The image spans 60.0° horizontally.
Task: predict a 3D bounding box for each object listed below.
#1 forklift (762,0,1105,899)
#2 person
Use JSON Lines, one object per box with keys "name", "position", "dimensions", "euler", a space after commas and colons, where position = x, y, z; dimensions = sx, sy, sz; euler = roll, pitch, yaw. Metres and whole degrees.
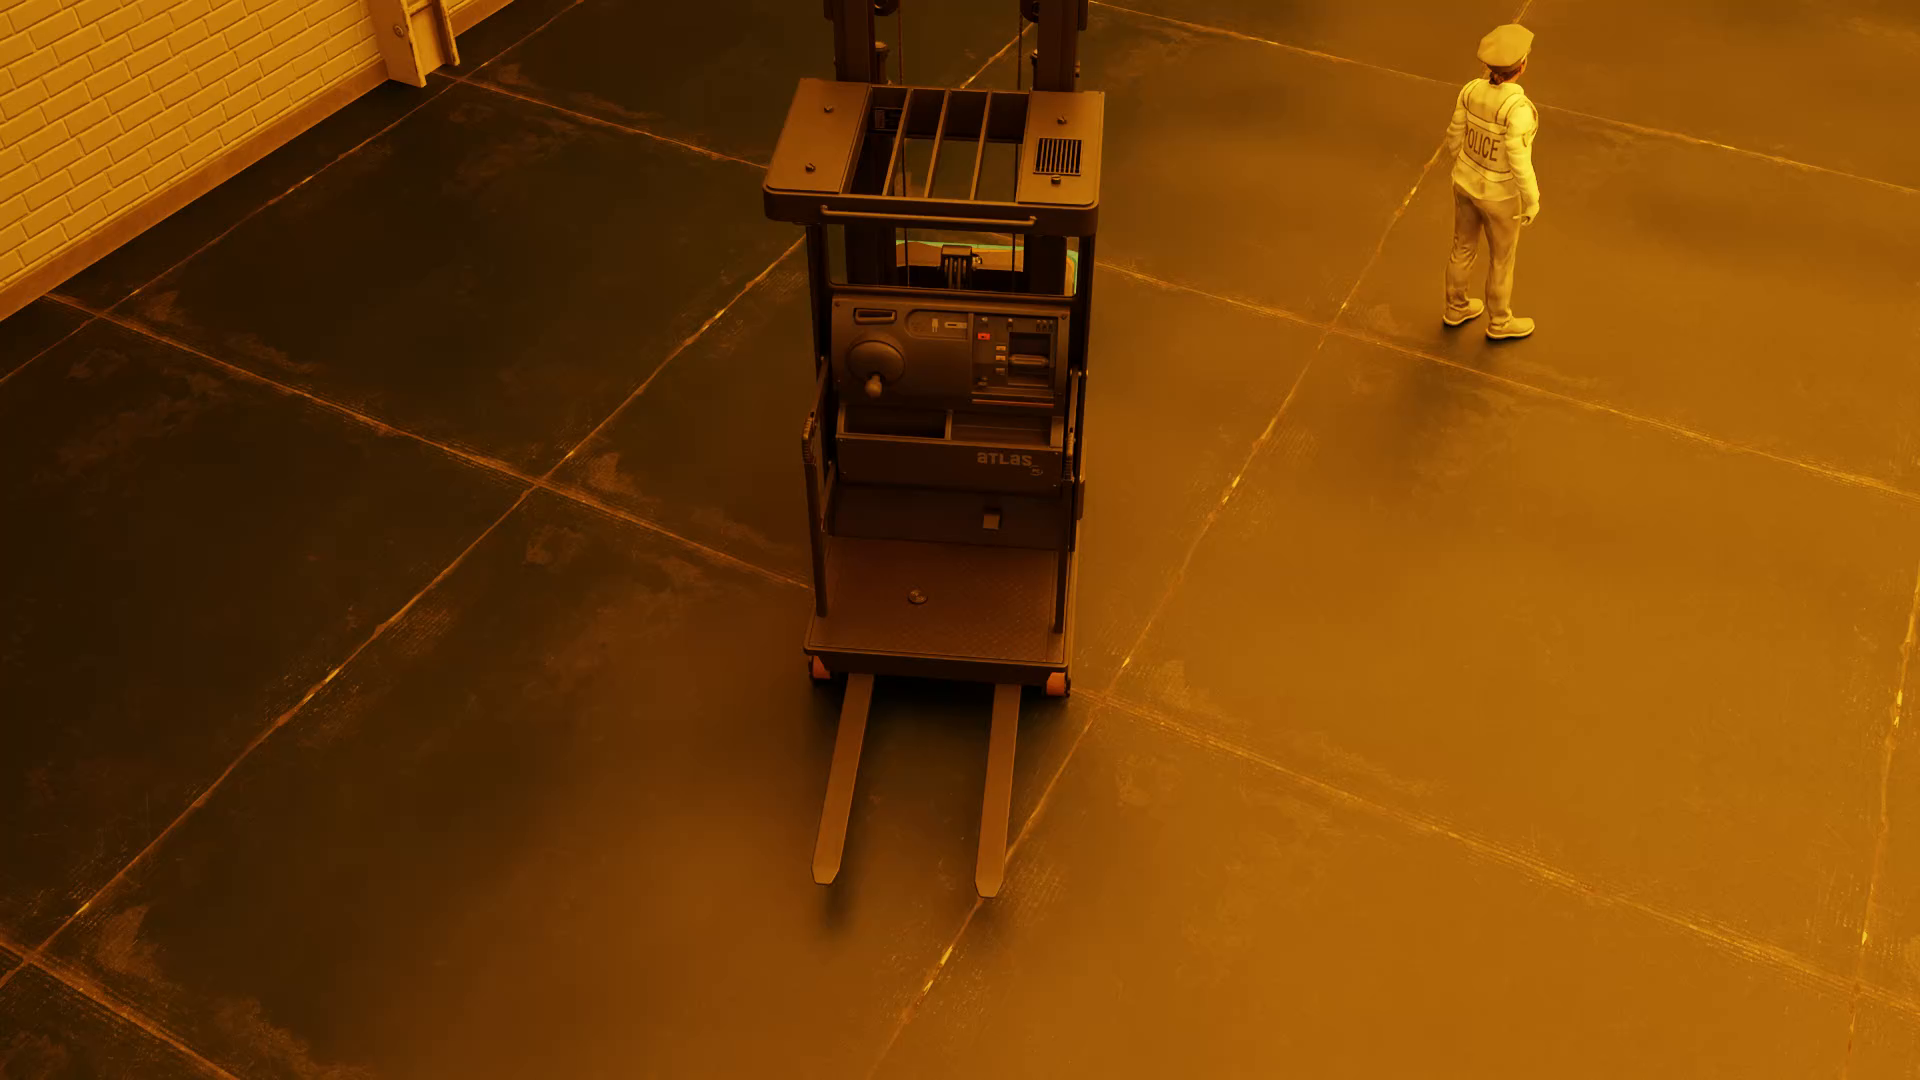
{"name": "forklift", "position": [-0.059, -0.651, 6.345], "dimensions": [1.130, 2.935, 3.031], "euler": [4, 43, 4]}
{"name": "person", "position": [2.745, -1.820, 8.477], "dimensions": [0.531, 1.694, 0.587], "euler": [-23, 48, -22]}
